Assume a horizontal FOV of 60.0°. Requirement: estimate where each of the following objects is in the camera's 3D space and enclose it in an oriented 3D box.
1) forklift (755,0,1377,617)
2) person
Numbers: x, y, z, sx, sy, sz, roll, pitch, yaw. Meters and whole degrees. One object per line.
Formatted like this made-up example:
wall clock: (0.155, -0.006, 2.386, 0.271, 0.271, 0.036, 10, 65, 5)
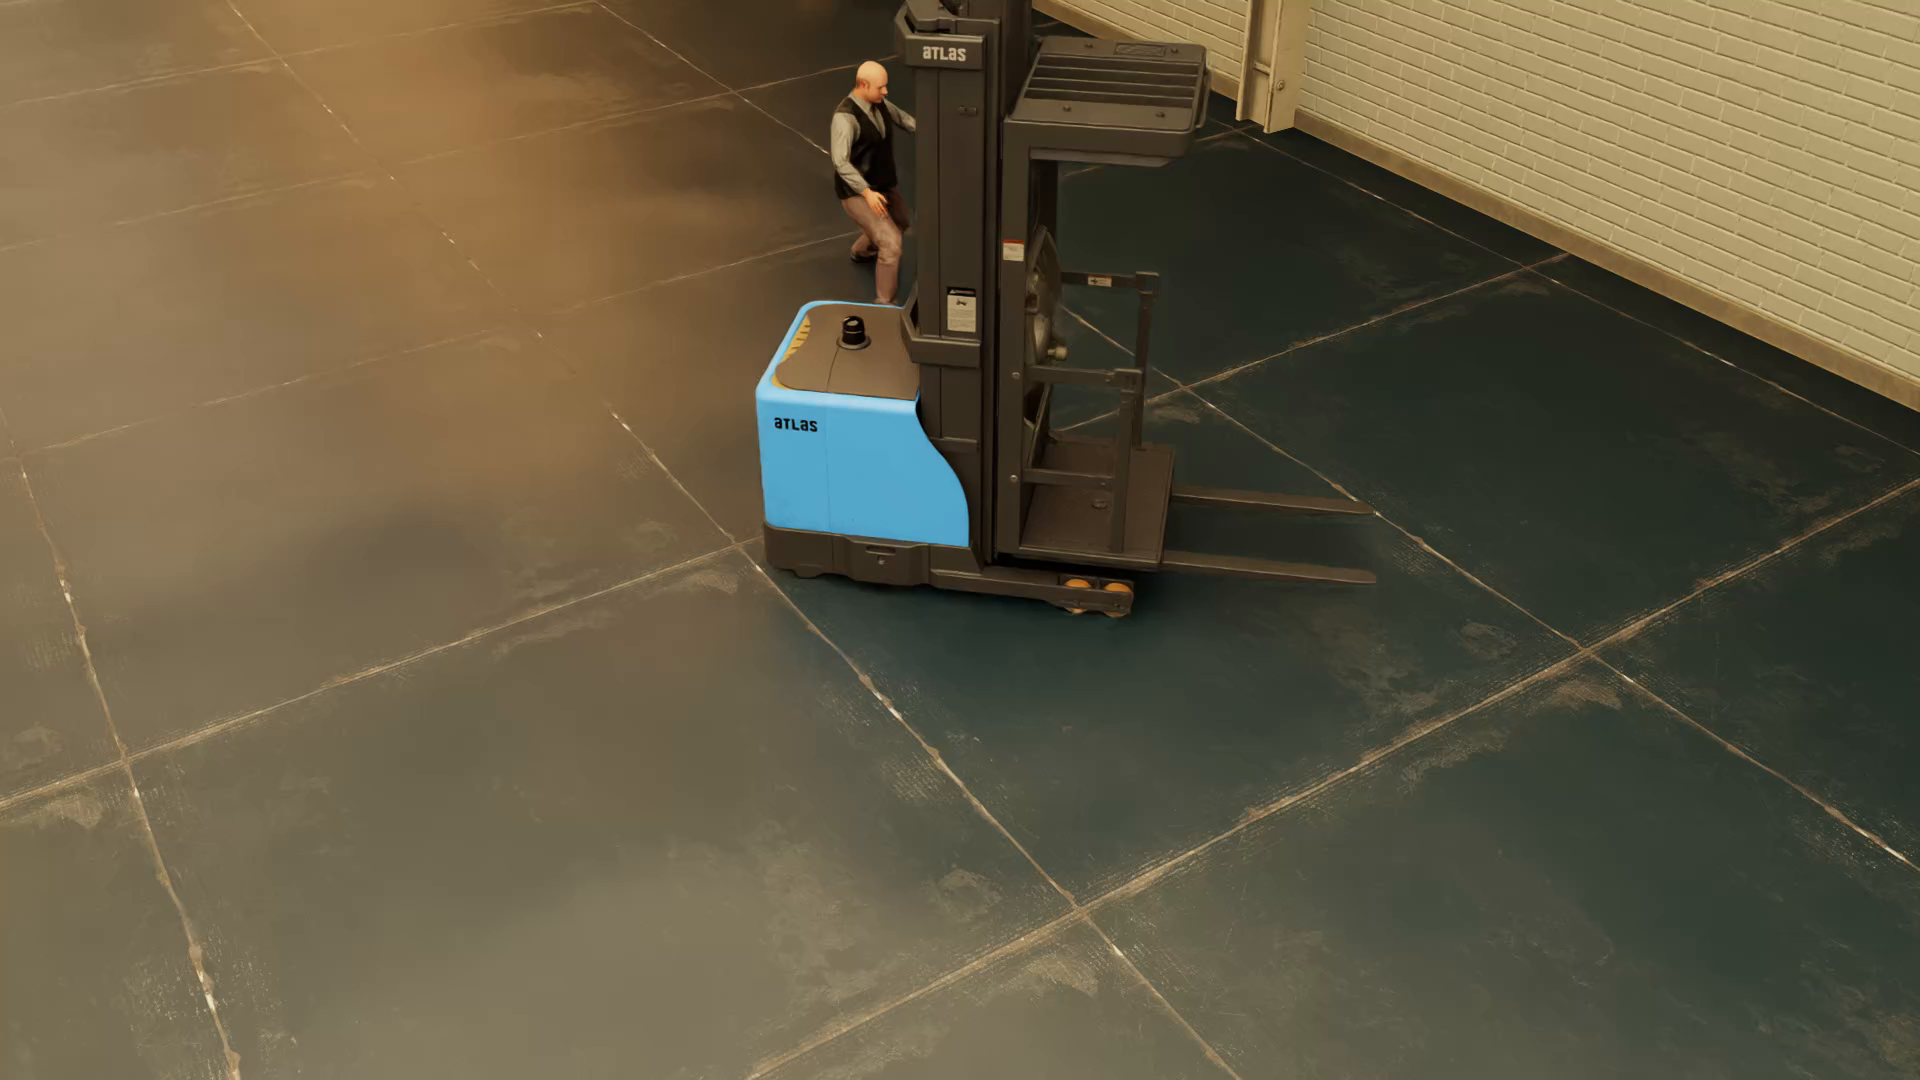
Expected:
forklift: (0.577, -1.153, 7.789, 3.031, 2.935, 1.130, 6, 36, 8)
person: (-0.473, -2.272, 10.624, 0.913, 1.576, 0.996, 17, 38, 22)
